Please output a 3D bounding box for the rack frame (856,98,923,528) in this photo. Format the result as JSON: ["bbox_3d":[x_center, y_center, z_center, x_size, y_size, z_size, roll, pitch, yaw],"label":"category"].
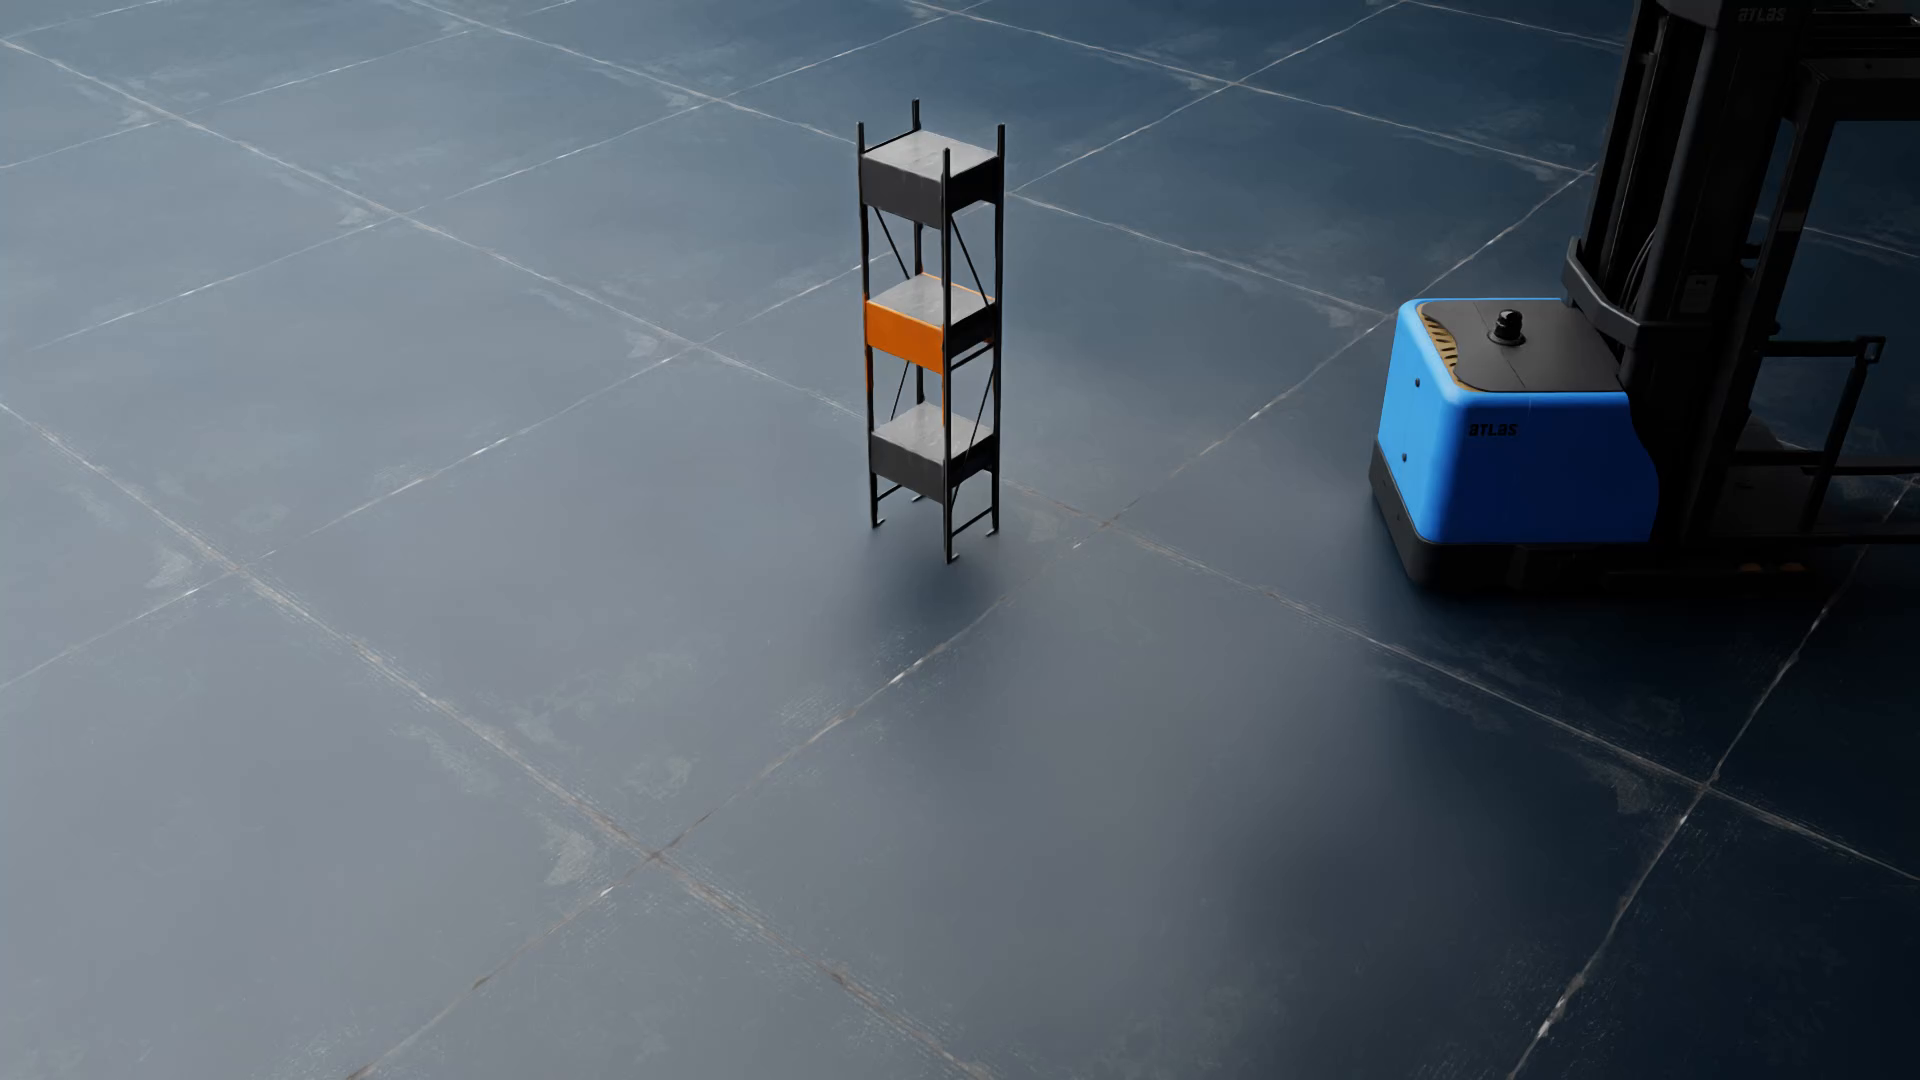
[{"bbox_3d":[-0.315,-1.014,7.872,0.015,2.100,0.400,25,42,32],"label":"rack frame"}]

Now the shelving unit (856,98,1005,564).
[{"bbox_3d":[-0.127,-0.926,7.743,0.503,2.100,0.431,25,42,32],"label":"shelving unit"}]

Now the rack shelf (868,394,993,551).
[{"bbox_3d":[-0.127,-0.337,8.147,0.480,0.518,0.431,25,42,32],"label":"rack shelf"}]

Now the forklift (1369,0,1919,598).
[{"bbox_3d":[3.630,-1.236,7.461,3.031,2.935,1.130,0,34,-1],"label":"forklift"}]

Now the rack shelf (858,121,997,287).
[{"bbox_3d":[-0.127,-1.491,7.354,0.480,0.518,0.431,25,42,32],"label":"rack shelf"}]

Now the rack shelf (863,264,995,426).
[{"bbox_3d":[-0.127,-0.914,7.751,0.480,0.518,0.431,25,42,32],"label":"rack shelf"}]

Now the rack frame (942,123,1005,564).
[{"bbox_3d":[0.060,-0.837,7.614,0.015,2.100,0.400,25,42,32],"label":"rack frame"}]
